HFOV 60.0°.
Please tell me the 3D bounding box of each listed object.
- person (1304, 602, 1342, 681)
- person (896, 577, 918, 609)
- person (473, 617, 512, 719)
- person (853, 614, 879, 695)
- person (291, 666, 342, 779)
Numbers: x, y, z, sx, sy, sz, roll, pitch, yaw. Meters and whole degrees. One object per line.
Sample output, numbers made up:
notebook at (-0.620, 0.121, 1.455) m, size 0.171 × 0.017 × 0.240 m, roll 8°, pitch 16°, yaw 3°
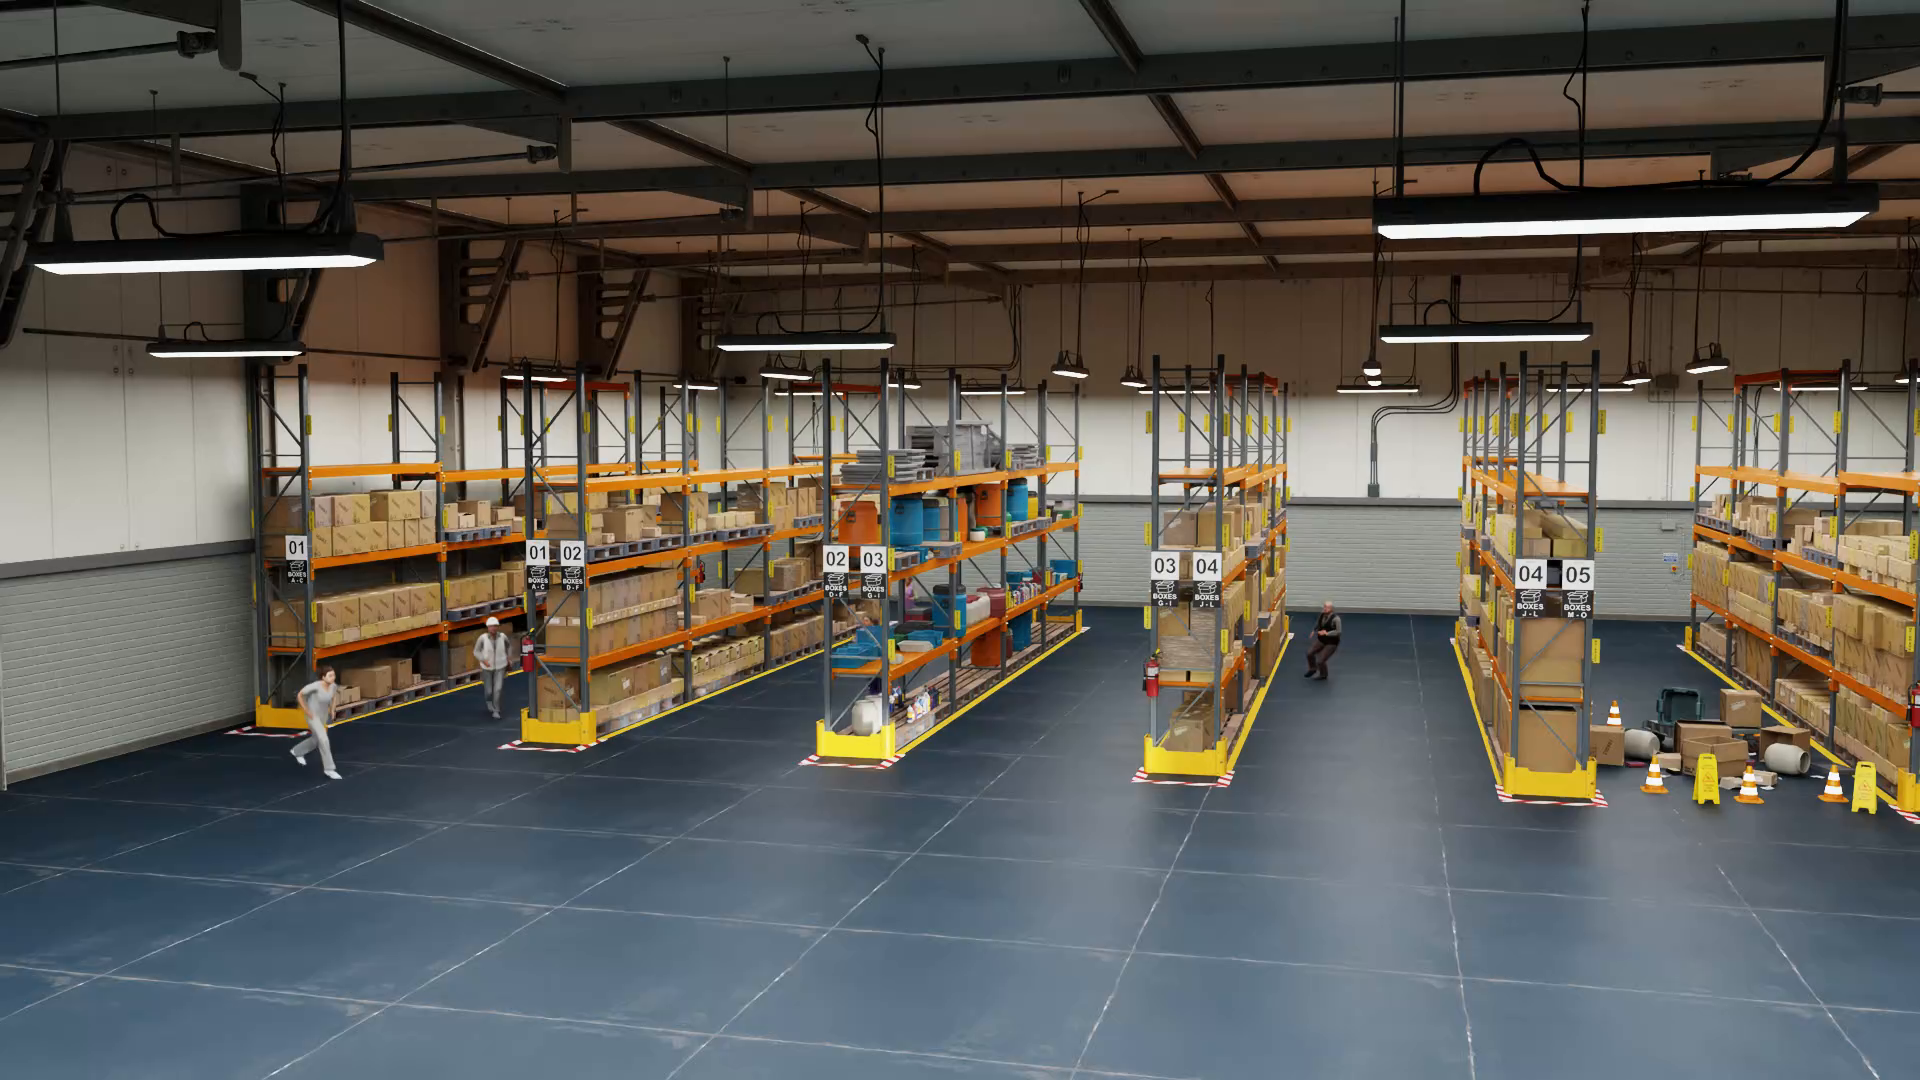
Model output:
person at (7.077, 1.980, 32.359) m, size 0.637 × 1.595 × 0.865 m, roll -4°, pitch 5°, yaw -43°
person at (-1.201, 1.581, 37.707) m, size 0.536 × 1.590 × 0.874 m, roll 0°, pitch 4°, yaw 6°
person at (-8.036, 2.172, 28.604) m, size 0.653 × 1.734 × 0.822 m, roll -1°, pitch 4°, yaw -19°
person at (-1.606, 2.141, 30.059) m, size 0.608 × 1.613 × 0.957 m, roll 1°, pitch 4°, yaw 13°
person at (-9.245, 2.589, 23.754) m, size 0.988 × 1.618 × 0.591 m, roll 3°, pitch 5°, yaw 35°
